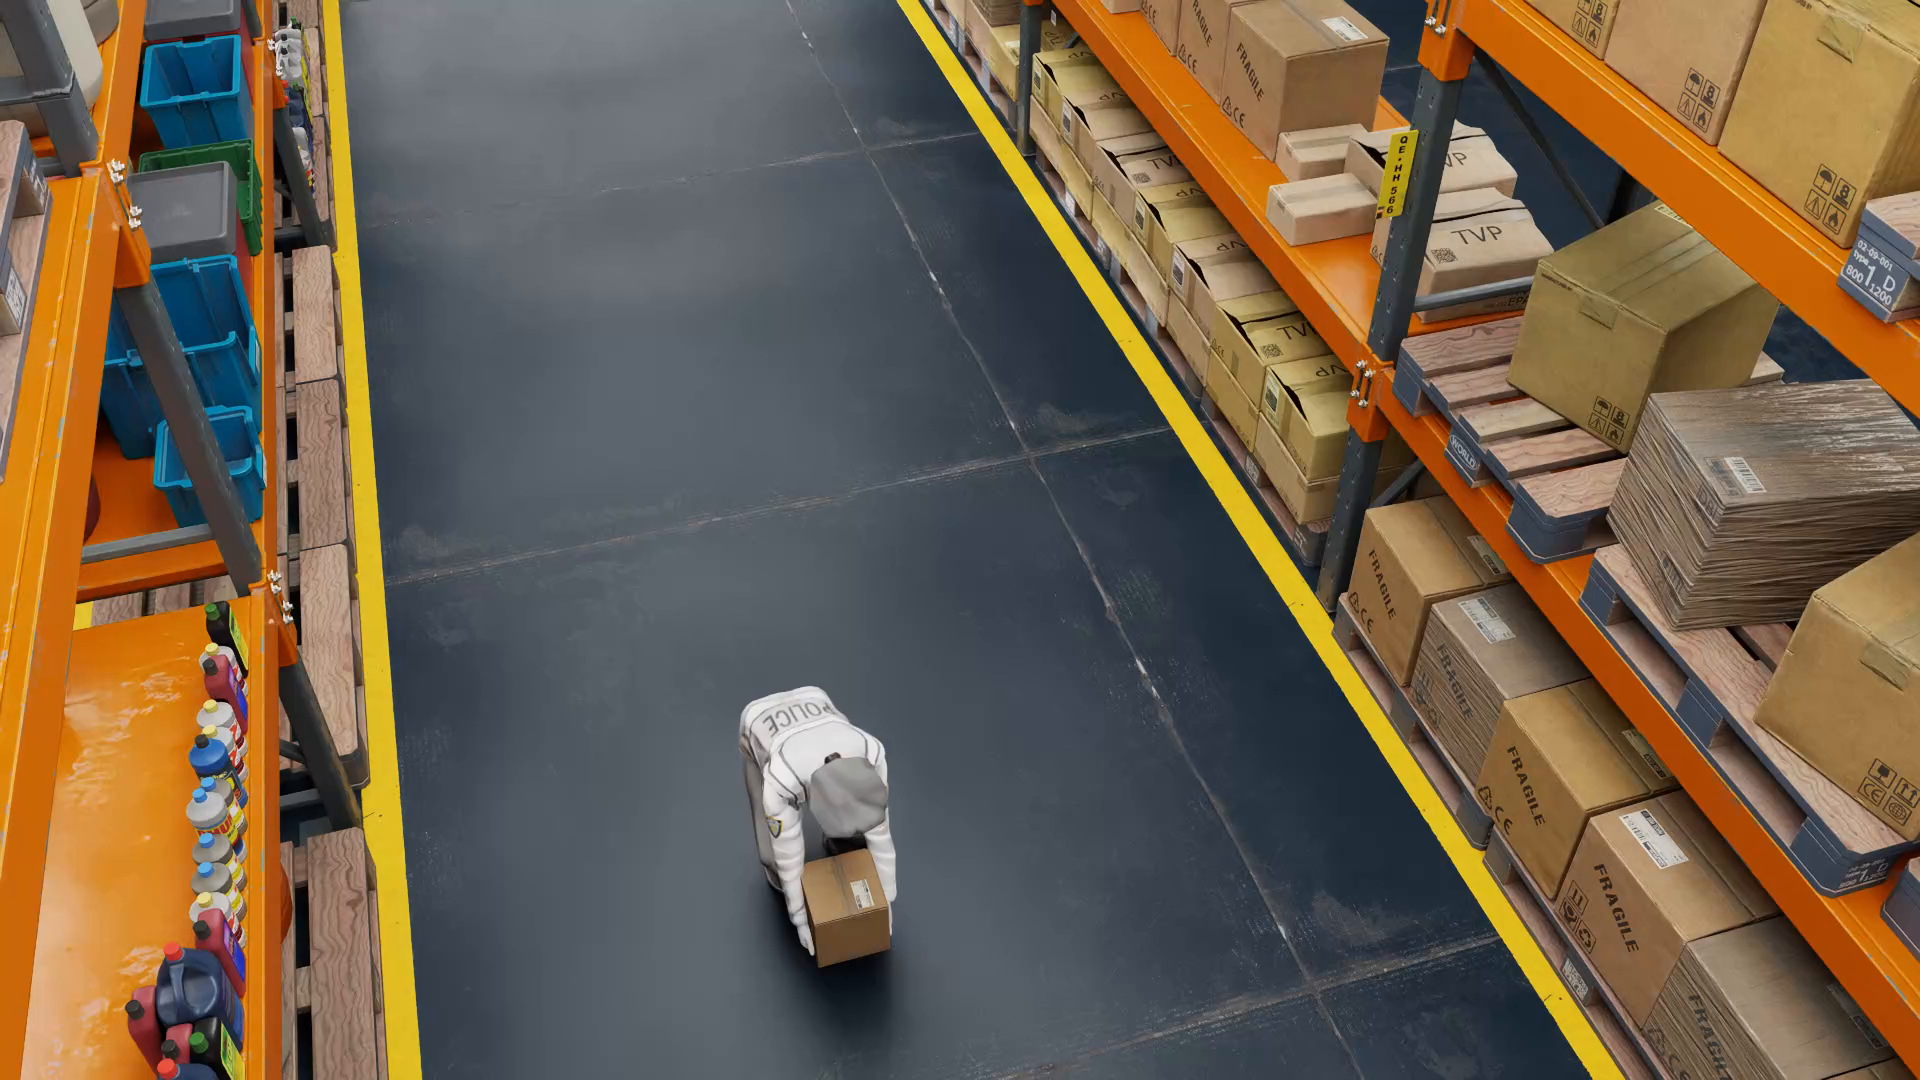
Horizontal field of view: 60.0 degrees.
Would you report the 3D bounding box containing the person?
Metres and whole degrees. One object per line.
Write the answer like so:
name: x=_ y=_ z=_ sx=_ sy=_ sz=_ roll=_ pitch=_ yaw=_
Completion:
person: x=-0.488 y=0.900 z=5.692 sx=0.457 sy=0.980 sz=0.868 roll=-13 pitch=44 yaw=-14
